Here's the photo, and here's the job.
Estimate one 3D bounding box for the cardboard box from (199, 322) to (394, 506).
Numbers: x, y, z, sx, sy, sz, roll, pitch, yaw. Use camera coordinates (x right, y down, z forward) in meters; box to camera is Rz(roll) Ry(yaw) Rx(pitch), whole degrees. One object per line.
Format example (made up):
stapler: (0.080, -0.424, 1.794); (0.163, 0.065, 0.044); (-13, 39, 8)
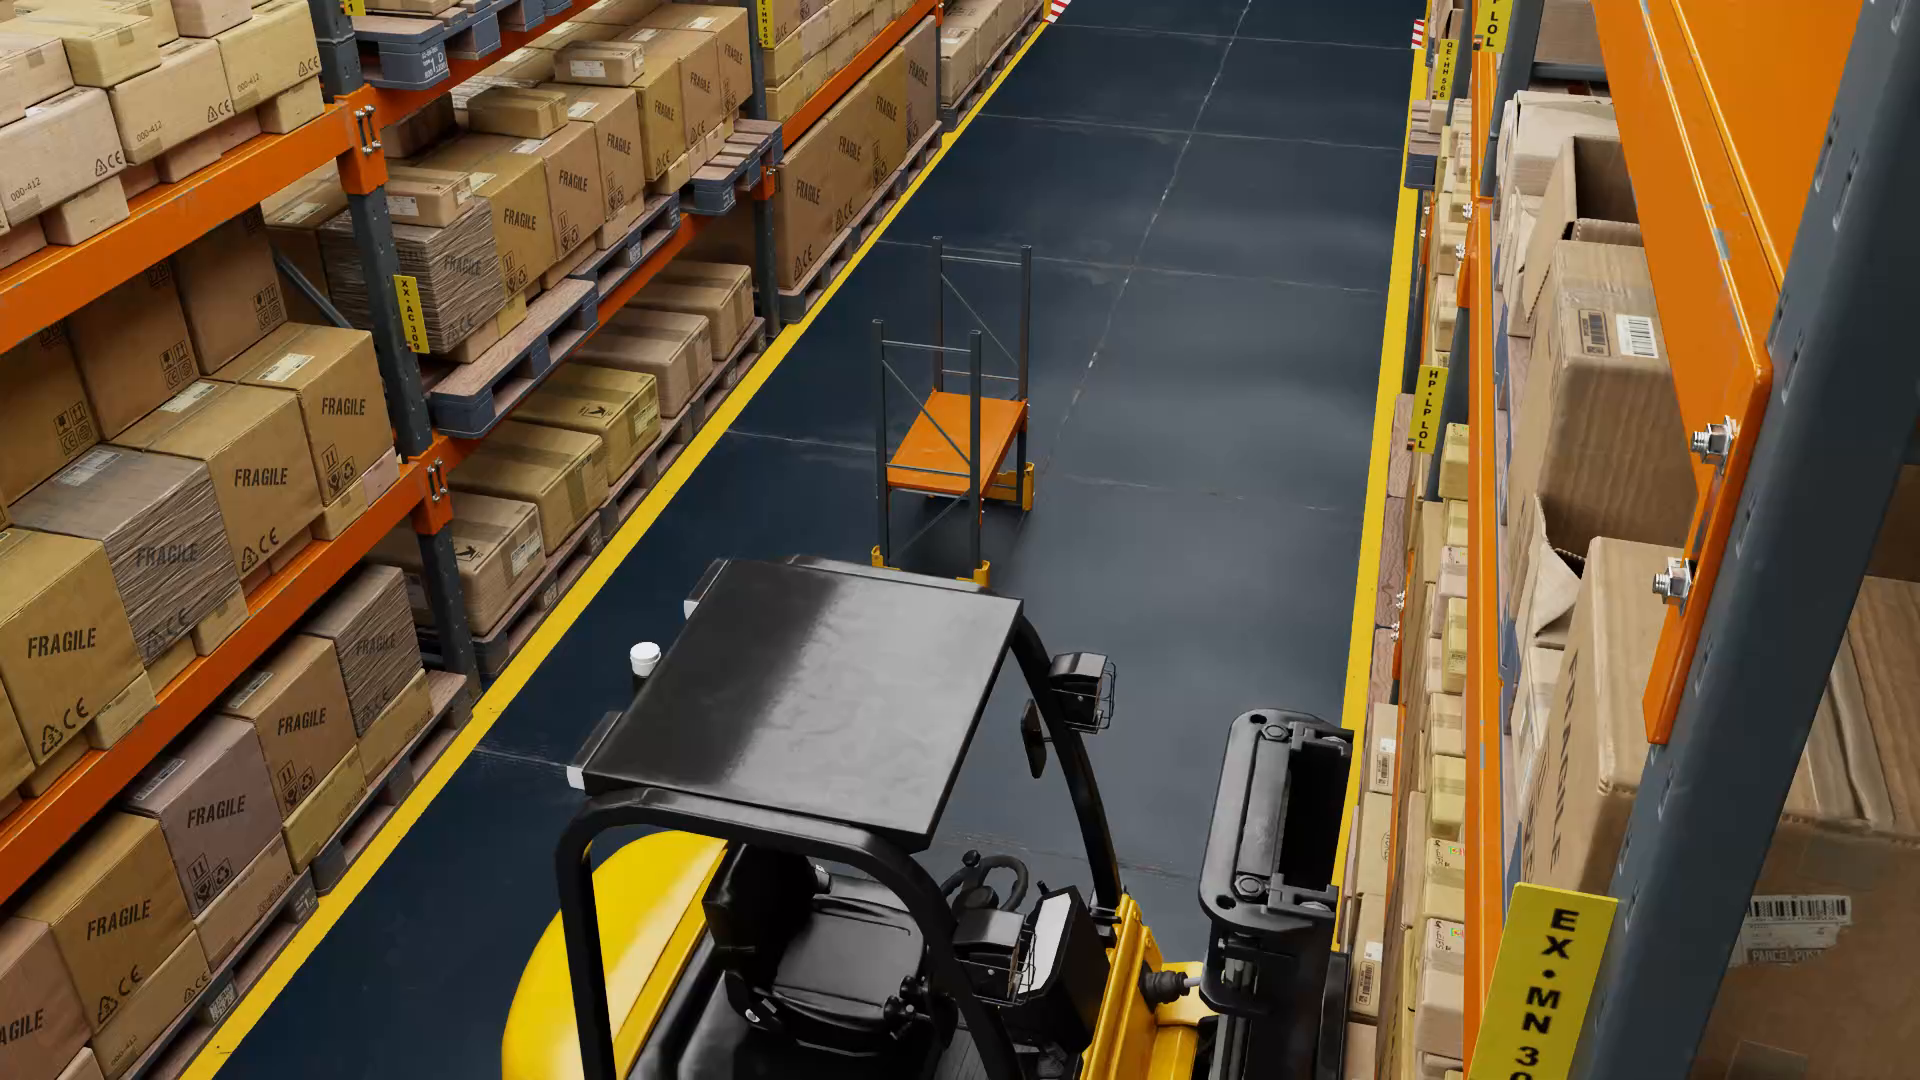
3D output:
cardboard box: (-2.559, -0.494, 6.361); (0.500, 0.500, 0.500); (7, 33, 11)

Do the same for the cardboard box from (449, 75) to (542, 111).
cardboard box: (-2.398, -2.003, 8.343); (0.500, 0.500, 0.500); (7, 33, 11)

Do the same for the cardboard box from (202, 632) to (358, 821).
cardboard box: (-2.704, 0.684, 6.351); (0.500, 0.500, 0.500); (9, 33, 13)

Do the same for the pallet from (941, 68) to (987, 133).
pallet: (-0.388, -3.949, 14.766); (1.003, 0.211, 1.213); (8, 33, 12)

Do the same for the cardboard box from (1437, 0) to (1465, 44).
cardboard box: (3.366, -3.086, 10.320); (0.797, 0.503, 0.637); (7, 33, 11)

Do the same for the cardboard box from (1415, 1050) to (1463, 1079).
cardboard box: (1.175, 1.090, 3.542); (0.380, 0.149, 0.250); (7, 33, 11)

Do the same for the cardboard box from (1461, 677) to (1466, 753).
cardboard box: (1.497, 0.446, 4.278); (0.380, 0.149, 0.250); (8, 33, 12)

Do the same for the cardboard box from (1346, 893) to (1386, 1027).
cardboard box: (1.435, 1.376, 5.029); (0.500, 0.250, 0.500); (9, 34, 14)

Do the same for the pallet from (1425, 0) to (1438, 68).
pallet: (3.837, -3.588, 11.776); (1.003, 0.211, 1.213); (8, 33, 12)

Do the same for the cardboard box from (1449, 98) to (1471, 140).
cardboard box: (2.765, -2.183, 8.691); (0.380, 0.149, 0.250); (9, 34, 14)

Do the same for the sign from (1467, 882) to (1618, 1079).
sign: (0.579, 0.472, 1.665); (0.100, 0.325, 0.005); (8, 33, 12)

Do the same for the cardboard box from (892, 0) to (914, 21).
cardboard box: (-0.657, -4.148, 12.618); (0.500, 0.250, 0.500); (8, 33, 12)

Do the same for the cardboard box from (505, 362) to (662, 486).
cardboard box: (-2.202, -0.666, 9.060); (0.950, 0.372, 0.625); (9, 34, 14)

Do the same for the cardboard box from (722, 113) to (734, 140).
cardboard box: (-1.525, -2.387, 9.551); (0.380, 0.149, 0.250); (9, 33, 13)

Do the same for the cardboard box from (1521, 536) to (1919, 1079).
cardboard box: (0.977, 0.368, 2.001); (0.500, 0.500, 0.500); (9, 34, 14)

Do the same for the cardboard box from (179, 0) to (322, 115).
cardboard box: (-2.539, -1.652, 5.620); (0.500, 0.250, 0.500); (8, 33, 12)

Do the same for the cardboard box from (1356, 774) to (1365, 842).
cardboard box: (1.694, 1.064, 5.986); (0.500, 0.250, 0.500); (8, 33, 12)

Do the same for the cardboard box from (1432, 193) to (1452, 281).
cardboard box: (2.503, -1.415, 7.853); (0.500, 0.250, 0.500); (7, 33, 11)

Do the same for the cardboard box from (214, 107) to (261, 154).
cardboard box: (-2.621, -1.426, 5.636); (0.380, 0.149, 0.250); (8, 33, 13)

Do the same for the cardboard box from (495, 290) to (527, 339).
cardboard box: (-2.169, -1.034, 7.424); (0.380, 0.149, 0.250); (9, 33, 13)

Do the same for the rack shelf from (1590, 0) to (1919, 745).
rack shelf: (1.608, -0.938, 2.882); (1.077, 0.370, 4.000); (8, 33, 12)

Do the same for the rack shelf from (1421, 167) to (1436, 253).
rack shelf: (3.638, -2.727, 10.914); (1.077, 0.370, 4.000); (8, 33, 12)

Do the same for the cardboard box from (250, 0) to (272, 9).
cardboard box: (-2.556, -1.893, 5.627); (0.380, 0.149, 0.250); (9, 33, 13)

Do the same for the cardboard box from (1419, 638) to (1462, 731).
cardboard box: (1.475, 0.424, 4.589); (0.380, 0.149, 0.250); (8, 33, 12)

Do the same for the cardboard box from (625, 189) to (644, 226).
cardboard box: (-1.844, -1.721, 8.504); (0.380, 0.149, 0.250); (7, 33, 11)

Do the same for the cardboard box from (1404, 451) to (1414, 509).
cardboard box: (2.801, -0.506, 8.572); (0.875, 0.625, 0.625); (9, 34, 14)

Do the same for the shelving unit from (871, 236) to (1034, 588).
shelving unit: (-0.019, -0.593, 8.285); (0.587, 1.500, 1.083); (8, 33, 12)

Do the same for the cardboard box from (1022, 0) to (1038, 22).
cardboard box: (0.288, -5.558, 16.693); (0.875, 0.438, 0.875); (7, 33, 11)

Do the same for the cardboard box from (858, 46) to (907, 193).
cardboard box: (-0.958, -3.220, 12.609); (0.875, 0.875, 0.875); (9, 34, 14)

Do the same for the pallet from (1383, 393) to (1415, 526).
pallet: (2.884, -0.394, 9.173); (1.003, 0.211, 1.213); (8, 33, 12)

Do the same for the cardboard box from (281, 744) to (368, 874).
cardboard box: (-2.702, 1.013, 6.531); (0.500, 0.250, 0.500); (7, 33, 11)

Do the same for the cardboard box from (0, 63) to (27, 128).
cardboard box: (-2.820, -1.211, 4.553); (0.380, 0.149, 0.250); (8, 33, 13)

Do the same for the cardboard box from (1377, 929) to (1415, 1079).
cardboard box: (1.242, 1.291, 3.829); (0.500, 0.500, 0.500); (7, 33, 11)

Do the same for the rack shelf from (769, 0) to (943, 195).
rack shelf: (-1.164, -3.401, 11.974); (1.077, 0.370, 4.000); (8, 33, 12)

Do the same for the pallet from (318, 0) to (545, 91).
pallet: (-2.427, -2.083, 6.610); (1.213, 0.211, 1.003); (8, 33, 12)

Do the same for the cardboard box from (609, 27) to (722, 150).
cardboard box: (-1.639, -2.468, 9.074); (0.500, 0.500, 0.500); (7, 33, 12)

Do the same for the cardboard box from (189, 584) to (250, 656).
cardboard box: (-2.728, 0.251, 5.793); (0.380, 0.149, 0.250); (8, 33, 12)

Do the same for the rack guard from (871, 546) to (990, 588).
rack guard: (-0.146, 0.192, 8.214); (0.587, 0.250, 0.087); (8, 33, 12)

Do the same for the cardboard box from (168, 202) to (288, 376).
cardboard box: (-3.008, -0.982, 6.196); (0.700, 0.500, 0.500); (8, 33, 12)

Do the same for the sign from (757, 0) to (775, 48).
sign: (-1.144, -3.053, 9.751); (0.100, 0.325, 0.005); (8, 33, 12)

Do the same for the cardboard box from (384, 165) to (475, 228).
cardboard box: (-2.225, -1.405, 6.798); (0.380, 0.149, 0.250); (8, 33, 12)

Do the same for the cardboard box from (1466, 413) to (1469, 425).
cardboard box: (1.988, -0.440, 5.949); (0.380, 0.149, 0.250); (9, 34, 14)

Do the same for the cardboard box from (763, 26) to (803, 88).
cardboard box: (-1.304, -3.044, 10.415); (0.500, 0.250, 0.500); (8, 33, 12)

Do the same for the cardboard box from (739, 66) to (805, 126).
cardboard box: (-1.304, -2.823, 10.534); (0.500, 0.250, 0.500); (7, 33, 12)

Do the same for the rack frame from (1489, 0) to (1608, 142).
rack frame: (2.116, -2.449, 4.214); (1.000, 3.000, 0.127); (8, 33, 12)

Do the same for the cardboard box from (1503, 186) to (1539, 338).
cardboard box: (1.445, -0.617, 3.769); (0.396, 0.266, 0.258); (7, 33, 11)

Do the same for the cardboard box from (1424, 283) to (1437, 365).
cardboard box: (2.392, -0.935, 7.564); (0.500, 0.250, 0.500); (9, 34, 14)

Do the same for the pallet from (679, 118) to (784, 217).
pallet: (-1.749, -2.201, 9.595); (1.213, 0.211, 1.003); (8, 33, 12)

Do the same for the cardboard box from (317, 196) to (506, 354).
cardboard box: (-2.290, -1.140, 6.985); (0.500, 0.500, 0.500); (9, 33, 14)

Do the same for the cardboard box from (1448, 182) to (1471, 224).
cardboard box: (2.448, -1.512, 7.635); (0.380, 0.149, 0.250); (9, 33, 13)

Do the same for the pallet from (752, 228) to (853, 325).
pallet: (-1.398, -1.889, 11.524); (1.003, 0.211, 1.213); (8, 33, 12)
